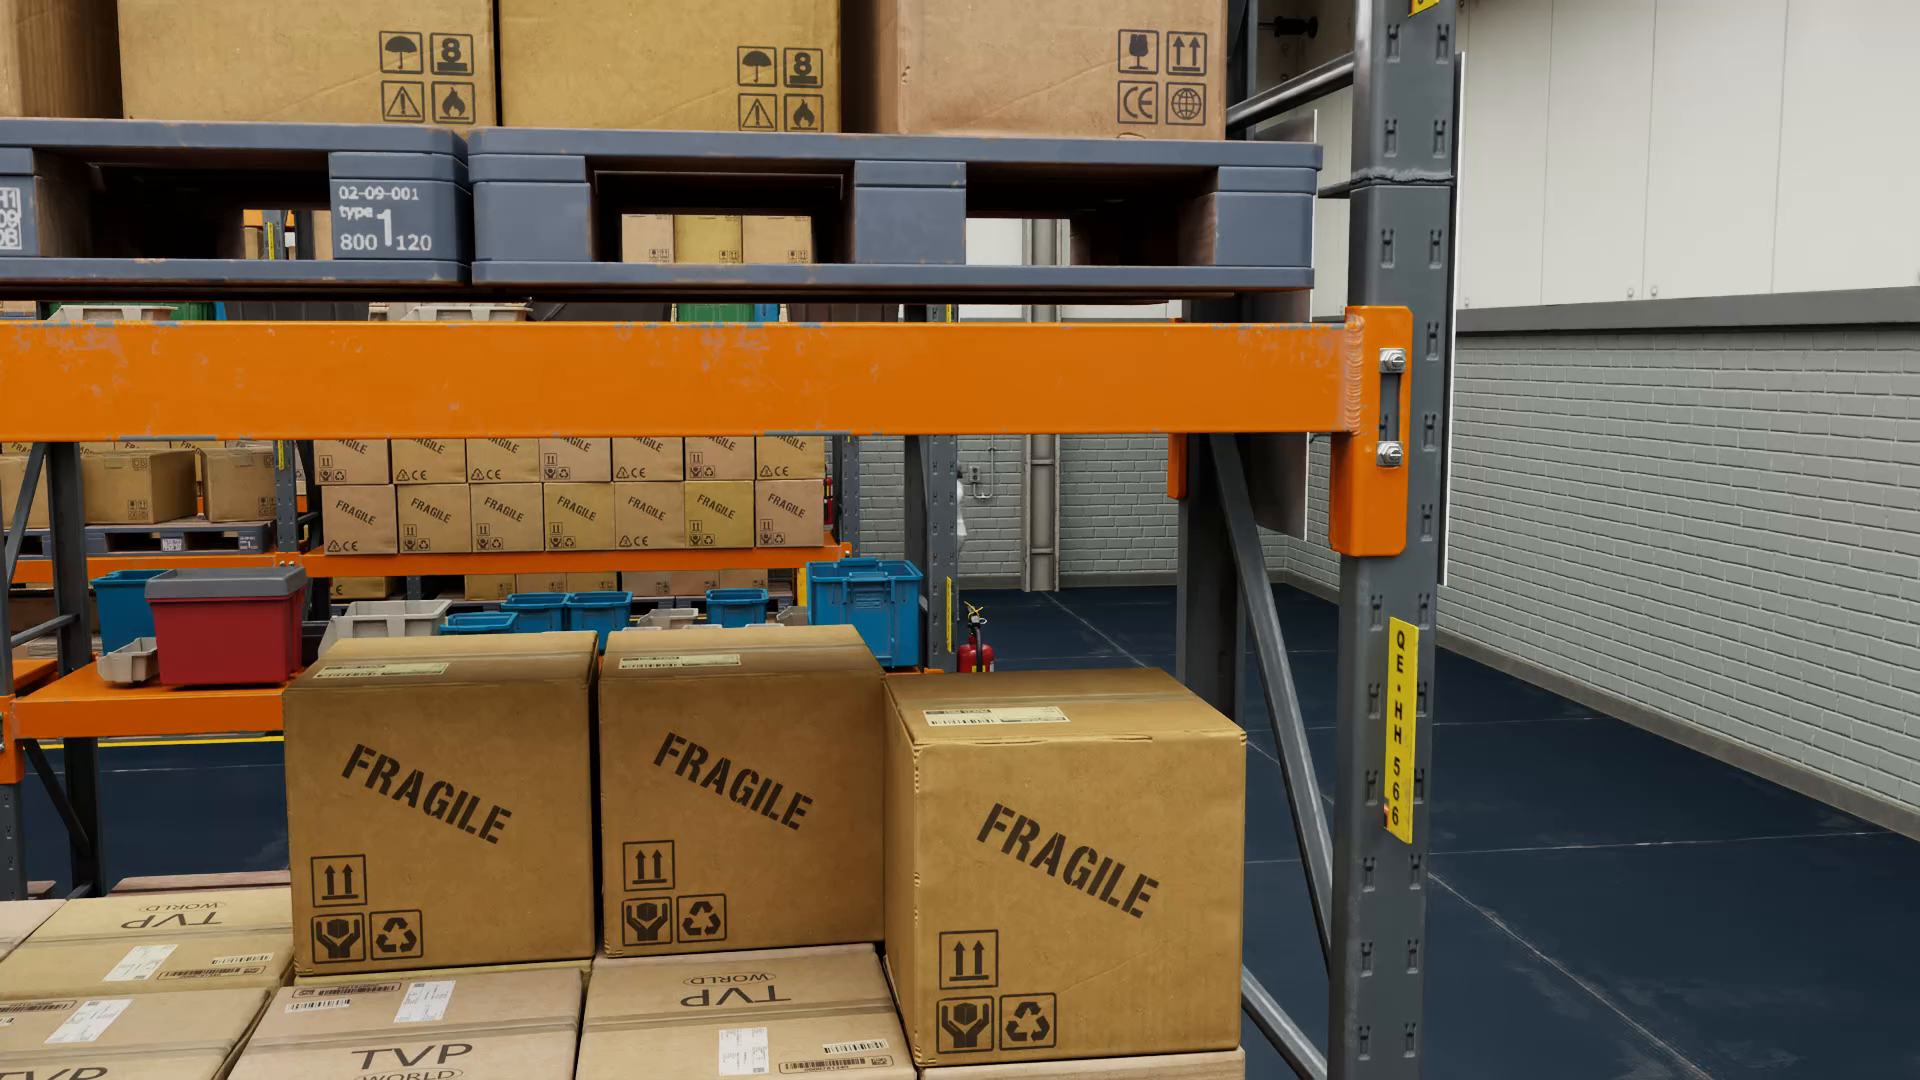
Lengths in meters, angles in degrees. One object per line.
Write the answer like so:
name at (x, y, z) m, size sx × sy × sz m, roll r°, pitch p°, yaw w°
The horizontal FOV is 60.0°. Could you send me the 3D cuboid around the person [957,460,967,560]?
person at (-0.178, -0.008, 16.875) m, size 0.466 × 1.670 × 0.528 m, roll -1°, pitch 7°, yaw -11°
